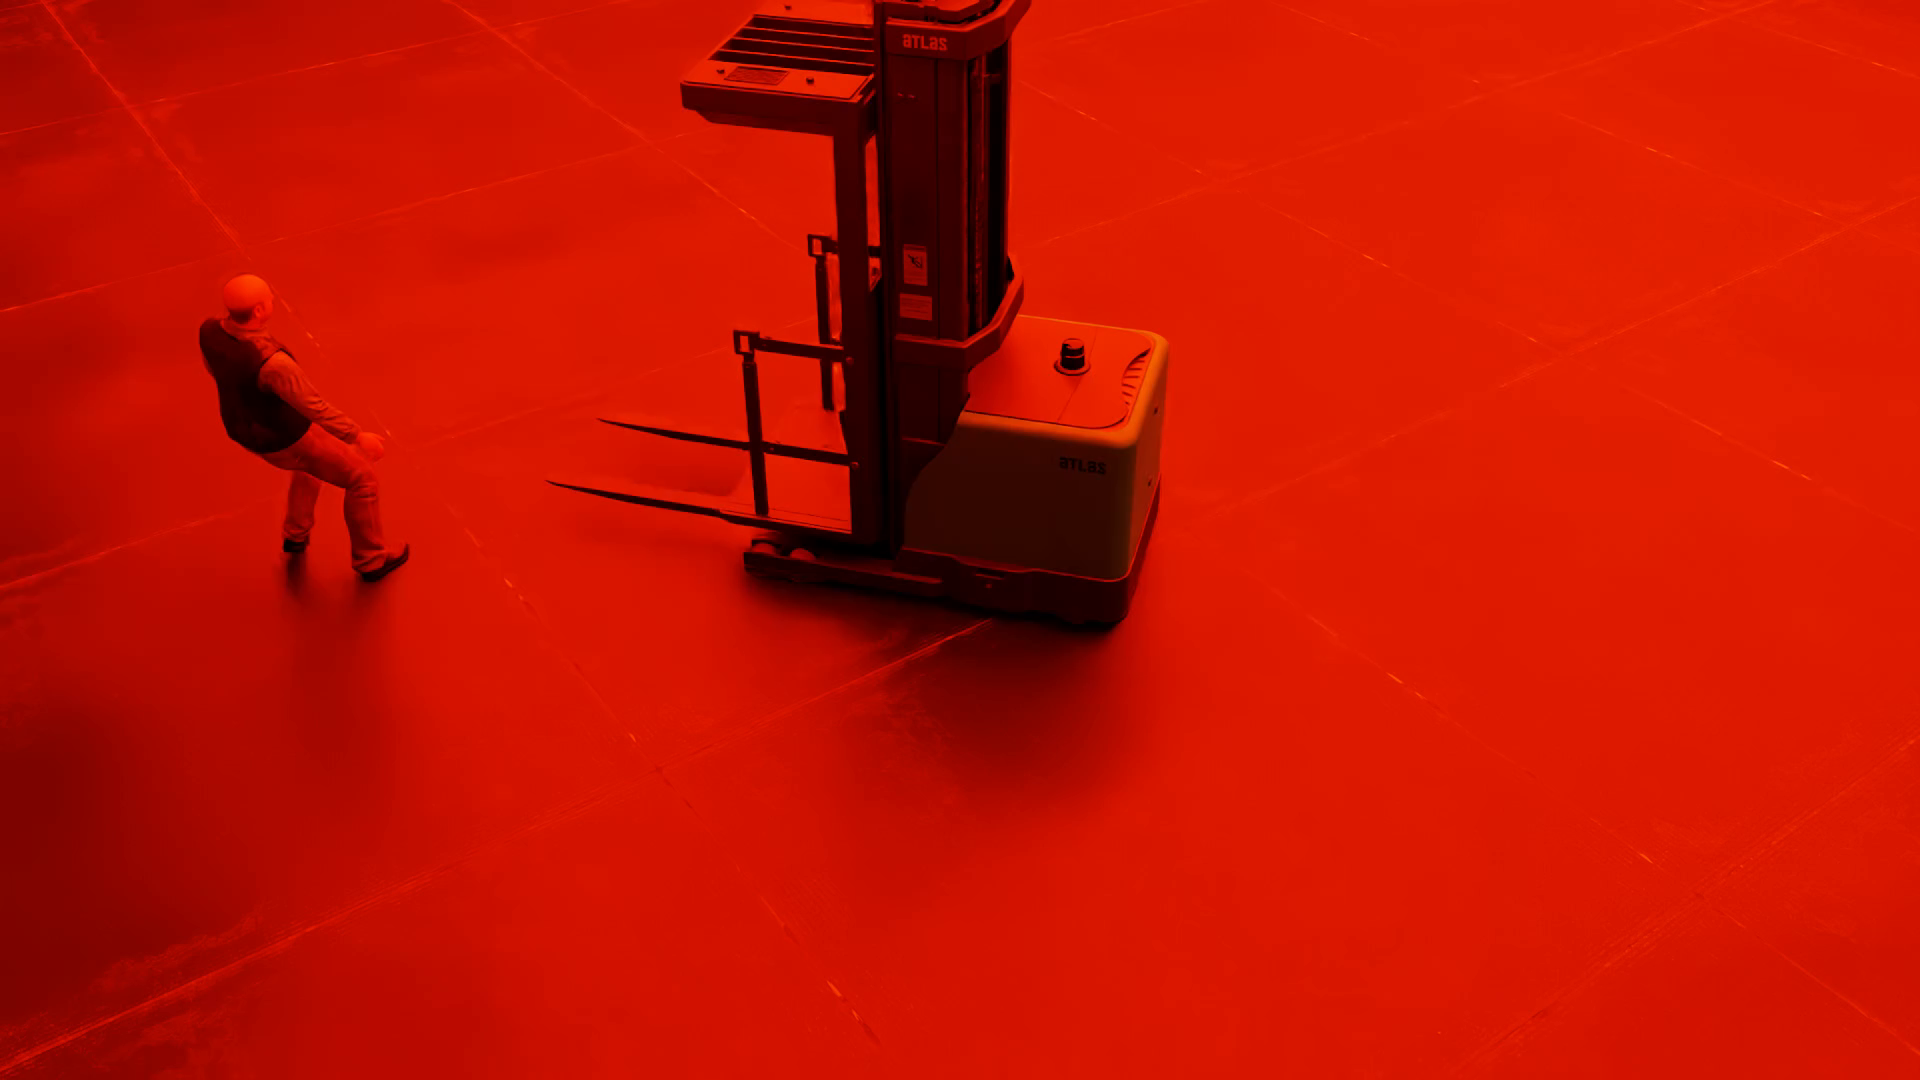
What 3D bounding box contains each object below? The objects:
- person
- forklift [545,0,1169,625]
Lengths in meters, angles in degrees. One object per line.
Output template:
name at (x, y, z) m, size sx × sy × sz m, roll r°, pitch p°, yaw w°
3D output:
person at (-3.091, -0.542, 7.784) m, size 0.805 × 1.626 × 0.529 m, roll 22°, pitch 42°, yaw 27°
forklift at (-0.564, -1.260, 7.649) m, size 3.031 × 2.935 × 1.130 m, roll 9°, pitch 37°, yaw 12°
